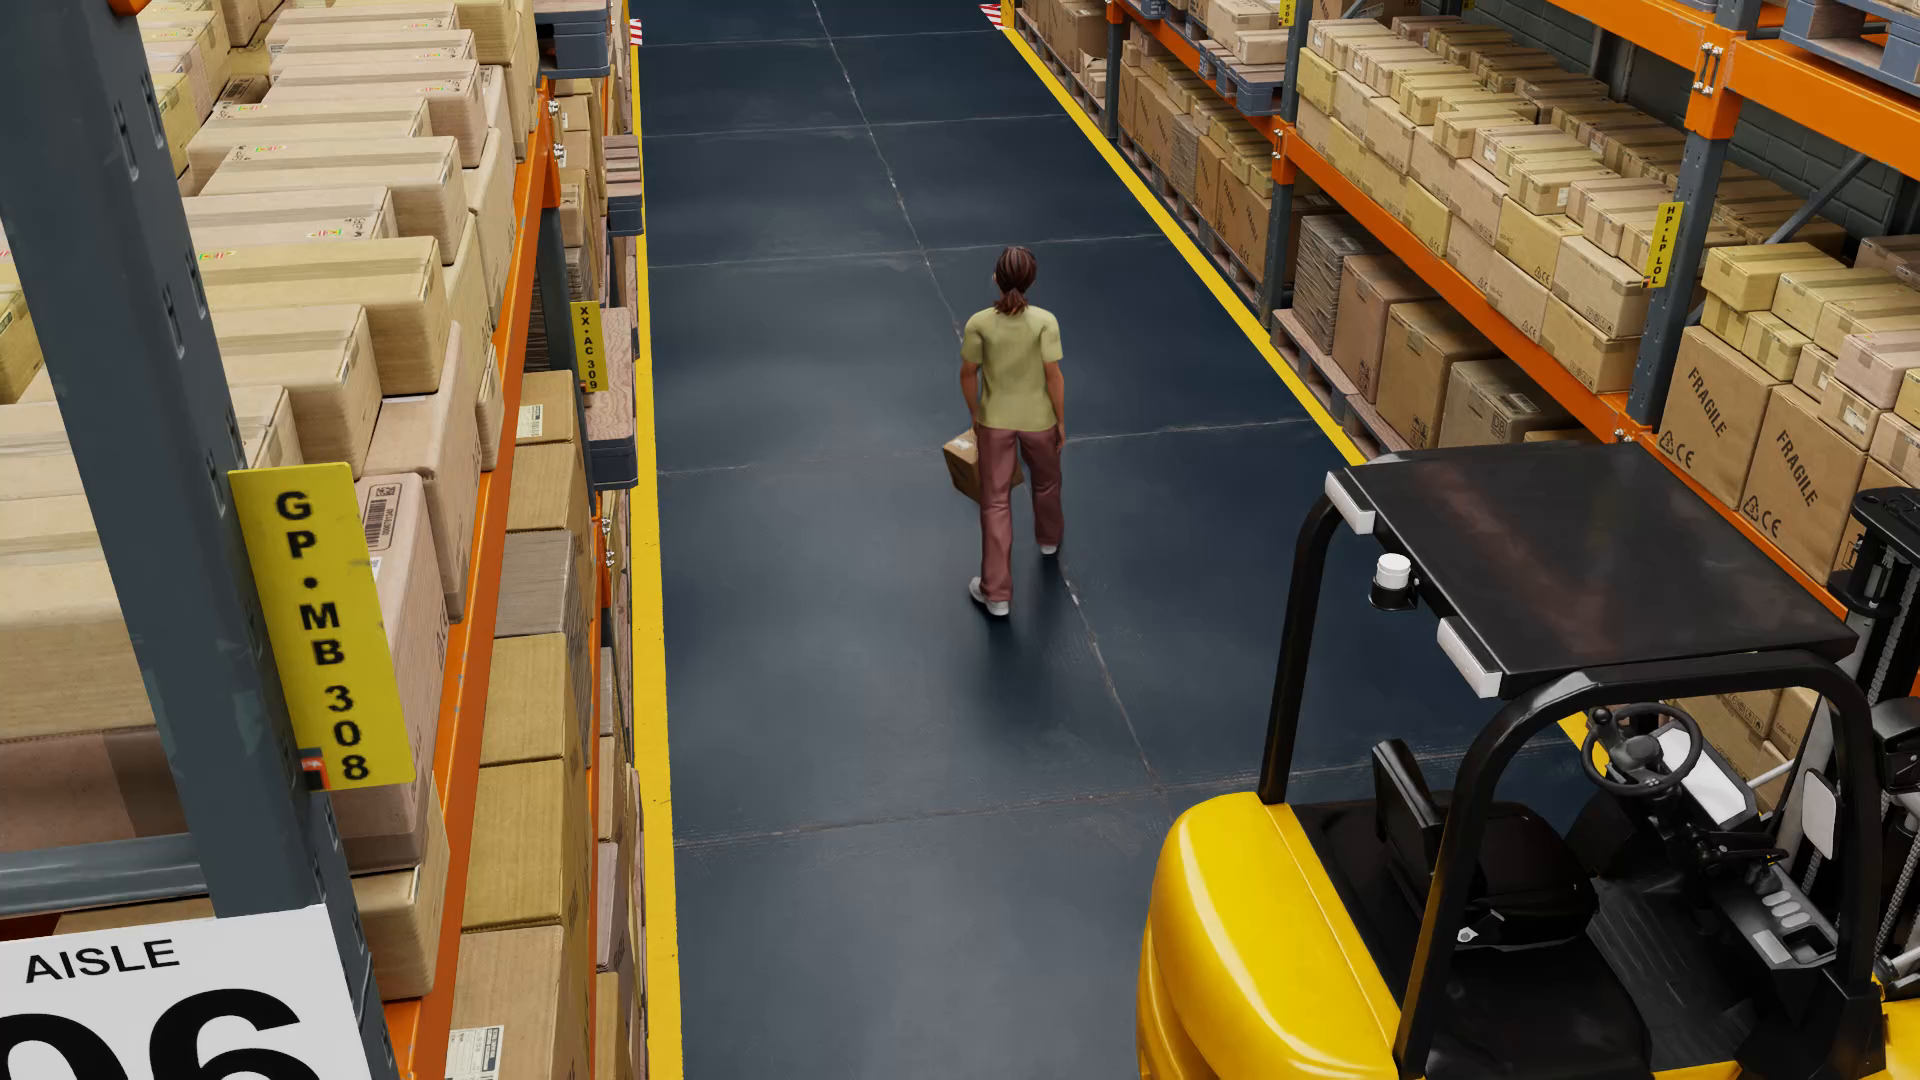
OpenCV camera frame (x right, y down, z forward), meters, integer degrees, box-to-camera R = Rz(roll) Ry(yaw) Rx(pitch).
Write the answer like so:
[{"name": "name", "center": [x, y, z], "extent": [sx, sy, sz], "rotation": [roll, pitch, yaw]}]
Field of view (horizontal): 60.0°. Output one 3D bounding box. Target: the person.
[{"name": "person", "center": [0.251, -0.556, 7.567], "extent": [0.499, 1.631, 0.864], "rotation": [2, 31, 3]}]
